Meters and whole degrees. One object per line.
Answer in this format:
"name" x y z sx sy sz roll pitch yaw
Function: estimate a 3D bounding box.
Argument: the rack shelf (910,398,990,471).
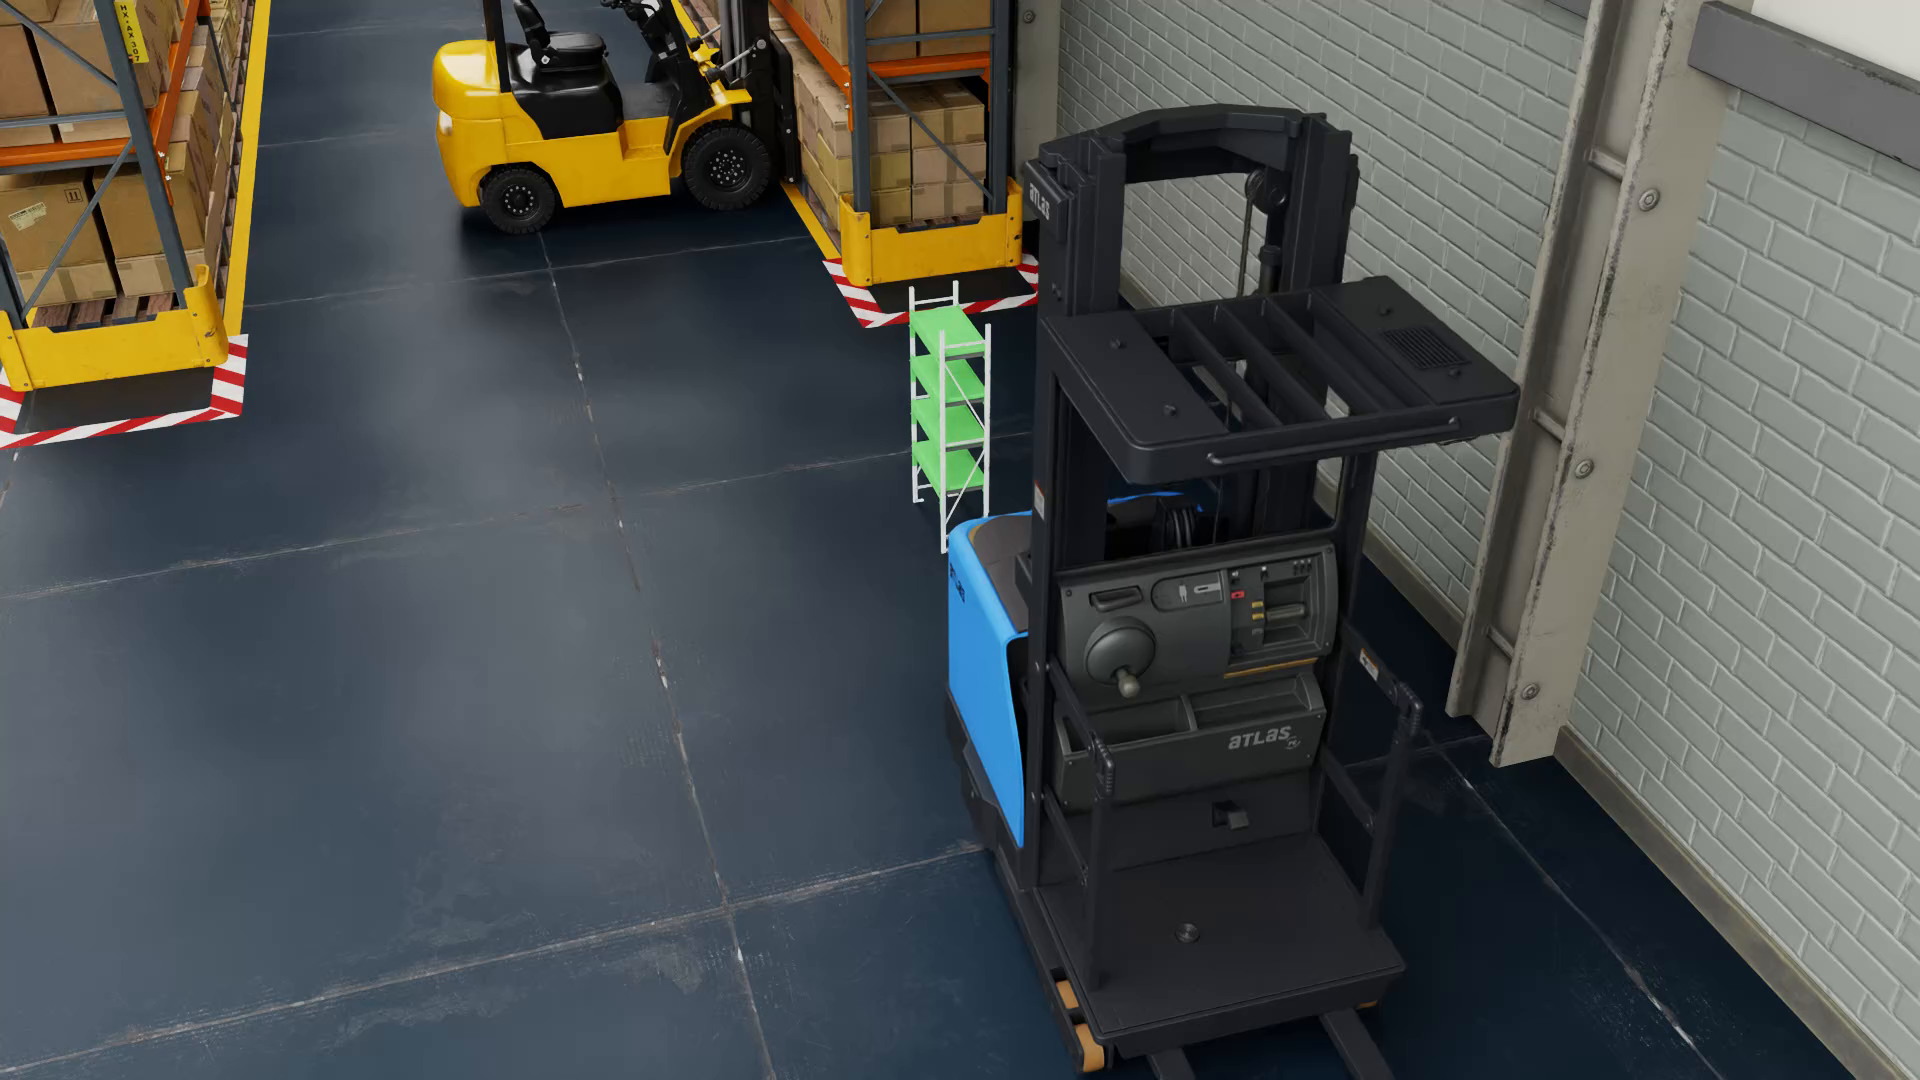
"rack shelf" -0.051 -0.534 8.086 0.258 0.148 0.480 -10 35 -15

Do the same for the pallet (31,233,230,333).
"pallet" -5.152 -1.550 10.404 1.003 0.211 1.213 -10 35 -15

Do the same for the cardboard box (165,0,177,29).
"cardboard box" -5.276 -3.507 10.475 0.500 0.500 0.500 -11 35 -16

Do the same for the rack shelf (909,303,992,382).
"rack shelf" -0.051 -0.935 7.821 0.258 0.148 0.480 -10 35 -15

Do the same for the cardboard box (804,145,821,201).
"cardboard box" -0.776 -2.562 11.520 0.500 0.250 0.500 -10 35 -15

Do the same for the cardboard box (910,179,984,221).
"cardboard box" -0.153 -2.397 11.269 0.500 0.250 0.500 -10 35 -15

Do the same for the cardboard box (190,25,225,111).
"cardboard box" -5.699 -3.417 12.133 0.500 0.500 0.500 -10 35 -15

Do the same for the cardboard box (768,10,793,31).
"cardboard box" -1.251 -3.787 12.466 0.500 0.250 0.500 -9 34 -13

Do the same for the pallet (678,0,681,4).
"pallet" -2.415 -5.676 16.648 1.003 0.211 1.213 -10 35 -15

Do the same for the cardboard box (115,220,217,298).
"cardboard box" -4.898 -1.739 10.274 0.500 0.250 0.500 -10 35 -15

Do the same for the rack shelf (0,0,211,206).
"rack shelf" -5.525 -2.991 10.708 1.077 0.370 4.000 -10 35 -15

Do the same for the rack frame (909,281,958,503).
"rack frame" -0.125 -0.716 8.245 0.240 1.200 0.015 -10 35 -15

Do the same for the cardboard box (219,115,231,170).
"cardboard box" -5.527 -2.826 11.919 0.500 0.250 0.500 -11 35 -16

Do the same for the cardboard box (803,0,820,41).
"cardboard box" -0.739 -3.608 10.898 0.500 0.500 0.500 -9 34 -13

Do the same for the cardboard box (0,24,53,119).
"cardboard box" -5.343 -2.646 9.172 0.500 0.500 0.500 -11 35 -16

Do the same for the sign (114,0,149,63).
"sign" -4.398 -2.694 8.820 0.100 0.325 0.005 -10 35 -15

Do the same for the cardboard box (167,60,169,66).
"cardboard box" -5.060 -2.904 10.151 0.380 0.149 0.250 -9 35 -13

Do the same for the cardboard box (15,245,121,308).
"cardboard box" -5.425 -1.661 10.156 0.500 0.250 0.500 -10 35 -15

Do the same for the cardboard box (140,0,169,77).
"cardboard box" -4.956 -2.974 9.669 0.500 0.500 0.500 -9 35 -13

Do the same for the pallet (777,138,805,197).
"pallet" -0.831 -2.948 12.520 1.003 0.211 1.213 -10 35 -15

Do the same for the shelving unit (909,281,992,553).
"shelving unit" -0.051 -0.587 8.051 0.258 1.200 0.503 -10 35 -15

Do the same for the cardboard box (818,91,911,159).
"cardboard box" -0.626 -2.712 10.840 0.500 0.250 0.500 -9 34 -13

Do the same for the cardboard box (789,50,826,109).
"cardboard box" -0.951 -3.243 11.643 0.500 0.250 0.500 -10 35 -14

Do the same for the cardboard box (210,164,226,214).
"cardboard box" -5.225 -2.293 11.112 0.500 0.250 0.500 -8 34 -12

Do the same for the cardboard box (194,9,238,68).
"cardboard box" -6.520 -4.072 13.694 0.950 0.372 0.625 -8 34 -12

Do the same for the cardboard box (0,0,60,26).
"cardboard box" -5.279 -3.056 8.886 0.700 0.500 0.500 -11 35 -16

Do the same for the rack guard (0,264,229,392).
"rack guard" -4.938 -1.238 9.670 1.175 0.500 0.348 -10 35 -15

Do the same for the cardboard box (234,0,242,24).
"cardboard box" -6.960 -4.836 14.850 0.950 0.372 0.625 -11 35 -16

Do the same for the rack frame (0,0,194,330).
"rack frame" -4.915 -2.241 8.921 1.000 3.000 0.127 -10 35 -15

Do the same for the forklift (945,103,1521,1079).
"forklift" 0.828 0.313 5.118 1.130 2.935 3.031 -9 34 -13

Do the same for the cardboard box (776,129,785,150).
"cardboard box" -1.100 -3.095 12.326 0.500 0.250 0.500 -9 34 -13

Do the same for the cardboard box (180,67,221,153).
"cardboard box" -5.385 -2.882 11.324 0.500 0.500 0.500 -8 34 -12

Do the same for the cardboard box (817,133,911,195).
"cardboard box" -0.635 -2.517 10.999 0.500 0.250 0.500 -10 35 -15

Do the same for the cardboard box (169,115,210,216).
"cardboard box" -5.069 -2.338 10.501 0.500 0.500 0.500 -11 35 -17

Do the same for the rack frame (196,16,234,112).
"rack frame" -6.135 -4.341 12.099 1.000 3.000 0.127 -10 35 -15

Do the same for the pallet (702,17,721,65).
"pallet" -1.671 -4.395 14.709 1.003 0.211 1.213 -10 35 -15

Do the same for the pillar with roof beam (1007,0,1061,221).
"pillar with roof beam" -3.643 -5.374 8.220 9.100 9.000 0.400 -10 35 -15

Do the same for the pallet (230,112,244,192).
"pallet" -5.897 -2.831 12.343 1.003 0.211 1.213 -10 35 -15

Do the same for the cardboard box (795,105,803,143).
"cardboard box" -0.955 -3.050 11.805 0.500 0.250 0.500 -11 35 -16

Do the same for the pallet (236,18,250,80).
"pallet" -6.750 -4.228 14.457 1.003 0.211 1.213 -10 35 -15

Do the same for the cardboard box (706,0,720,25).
"cardboard box" -1.808 -5.043 14.934 0.875 0.625 0.625 -10 35 -15

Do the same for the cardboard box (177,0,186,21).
"cardboard box" -5.434 -3.586 11.184 0.380 0.149 0.250 -11 35 -15

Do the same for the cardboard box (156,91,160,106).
"cardboard box" -4.916 -2.633 9.741 0.380 0.149 0.250 -11 35 -16

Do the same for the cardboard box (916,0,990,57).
"cardboard box" -0.076 -3.426 10.624 0.500 0.500 0.500 -9 34 -13

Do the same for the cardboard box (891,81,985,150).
"cardboard box" -0.155 -2.807 10.984 0.500 0.250 0.500 -11 35 -15
